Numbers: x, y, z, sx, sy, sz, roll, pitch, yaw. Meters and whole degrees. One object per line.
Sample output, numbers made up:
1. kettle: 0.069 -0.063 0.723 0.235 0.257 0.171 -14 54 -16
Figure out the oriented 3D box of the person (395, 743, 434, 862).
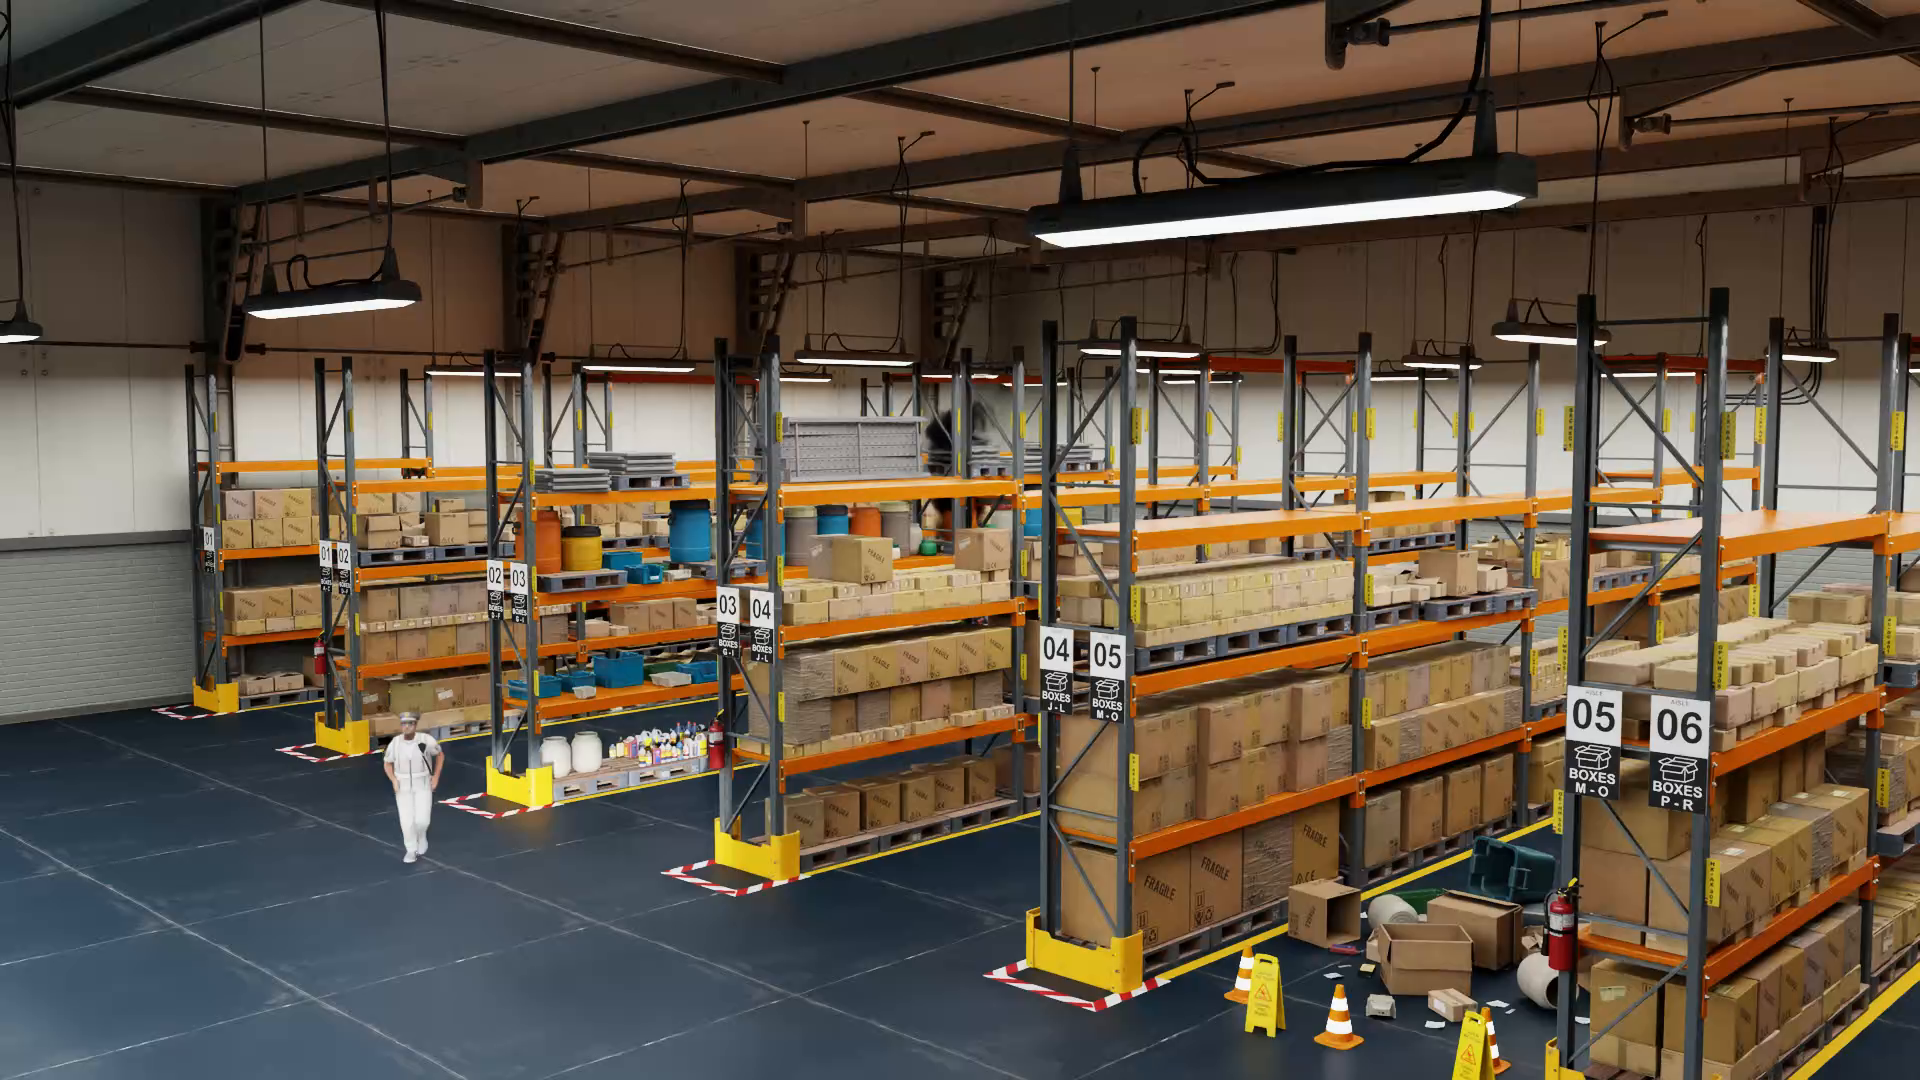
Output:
1. person: -6.278 3.012 19.155 0.443 1.388 0.530 -1 4 -12
